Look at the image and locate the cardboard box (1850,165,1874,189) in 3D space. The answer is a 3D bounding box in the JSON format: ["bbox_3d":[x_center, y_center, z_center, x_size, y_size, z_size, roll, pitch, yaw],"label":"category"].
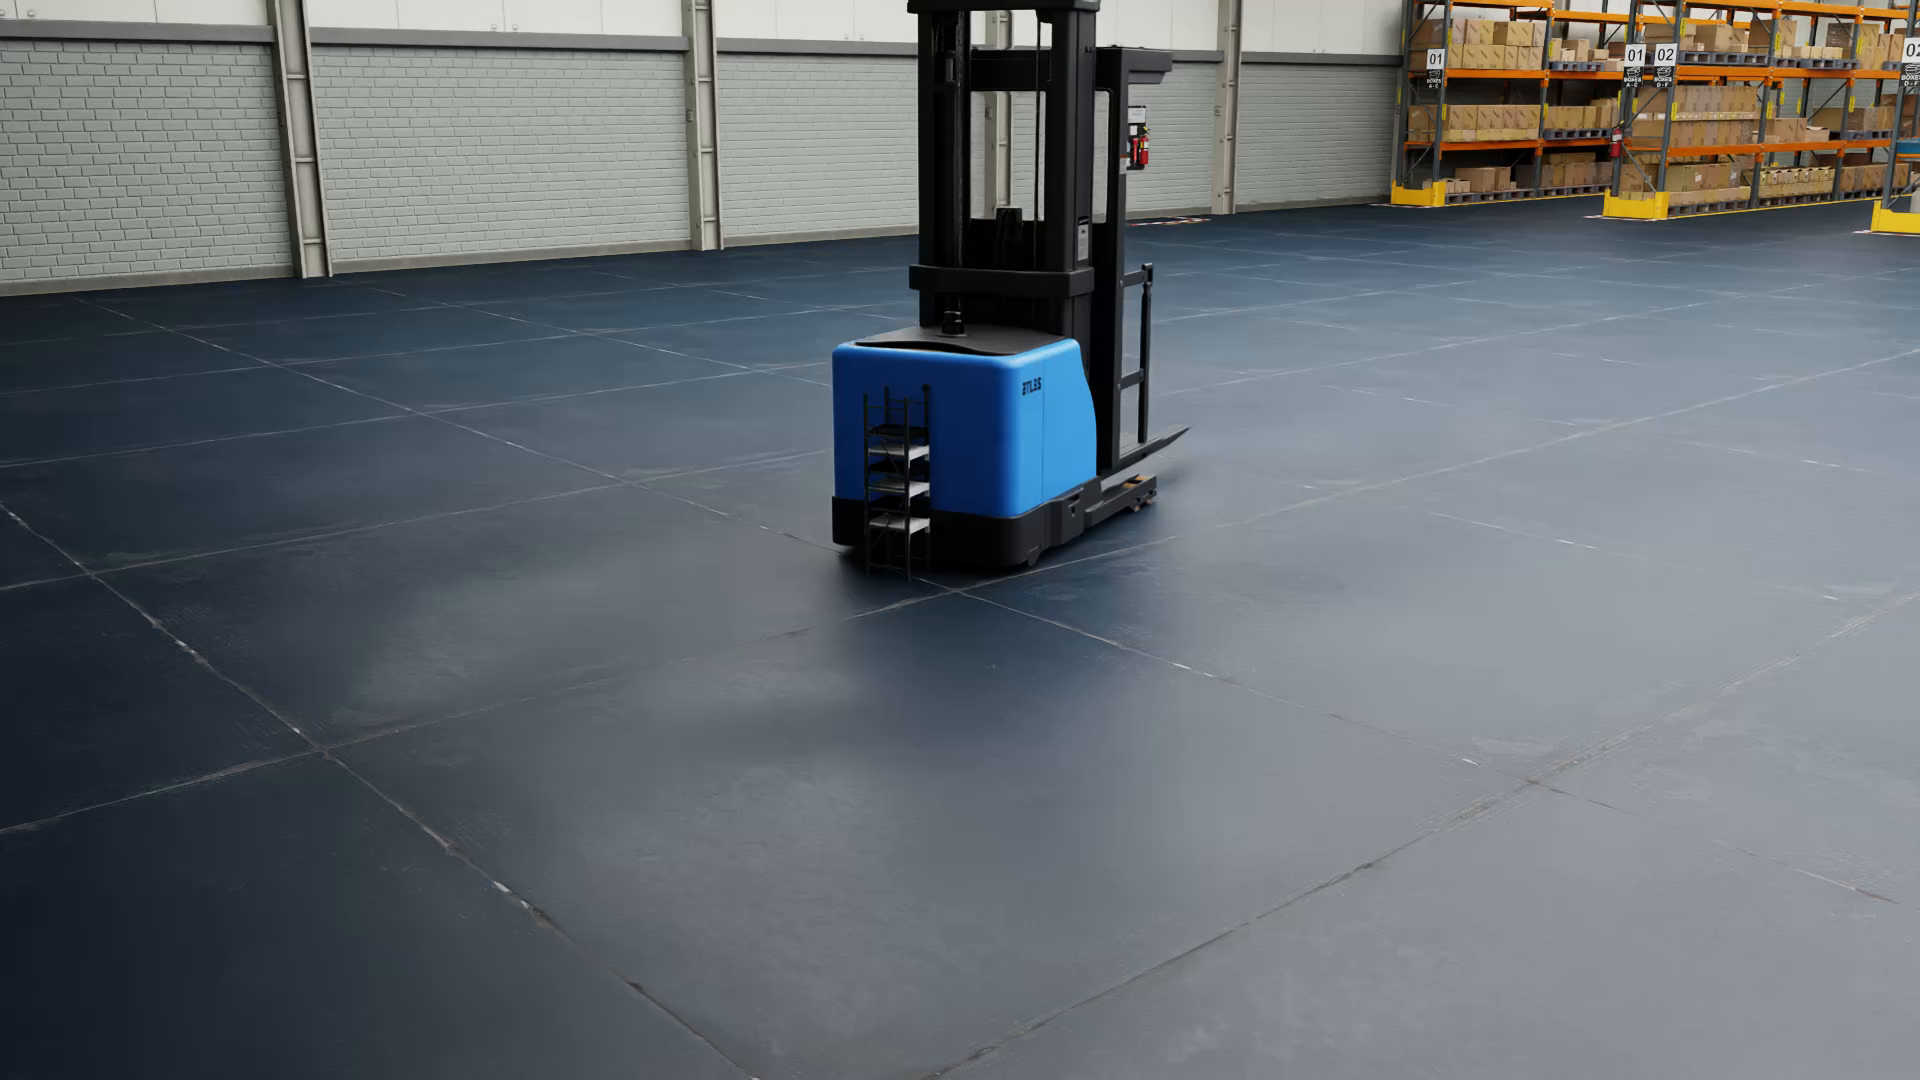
[{"bbox_3d":[20.363,-8.237,37.766,0.500,0.500,0.500,-13,20,-40],"label":"cardboard box"}]

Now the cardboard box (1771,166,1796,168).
[{"bbox_3d":[18.080,-8.060,36.540,0.500,0.311,0.500,-13,20,-41],"label":"cardboard box"}]

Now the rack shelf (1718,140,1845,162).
[{"bbox_3d":[17.550,-8.350,35.593,4.000,0.370,1.077,-13,19,-39],"label":"rack shelf"}]

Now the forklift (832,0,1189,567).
[{"bbox_3d":[0.474,-1.618,9.128,1.130,2.935,3.031,8,17,26],"label":"forklift"}]

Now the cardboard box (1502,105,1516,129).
[{"bbox_3d":[11.873,-9.313,36.603,0.500,0.500,0.500,-13,20,-41],"label":"cardboard box"}]

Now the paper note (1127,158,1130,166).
[{"bbox_3d":[3.135,-7.062,31.085,0.142,0.148,0.016,-13,19,-39],"label":"paper note"}]

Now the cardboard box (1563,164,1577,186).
[{"bbox_3d":[14.099,-8.632,39.243,0.500,0.500,0.700,-12,19,-39],"label":"cardboard box"}]

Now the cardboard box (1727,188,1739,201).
[{"bbox_3d":[15.451,-7.030,33.769,0.500,0.250,0.500,-13,19,-39],"label":"cardboard box"}]

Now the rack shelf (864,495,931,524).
[{"bbox_3d":[-0.303,-0.149,8.042,0.258,0.077,0.200,8,17,26],"label":"rack shelf"}]

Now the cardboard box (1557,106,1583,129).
[{"bbox_3d":[14.095,-9.874,38.858,0.500,0.500,0.700,-10,18,-32],"label":"cardboard box"}]

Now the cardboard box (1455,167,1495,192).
[{"bbox_3d":[11.366,-7.961,36.733,0.500,0.500,0.700,-14,21,-43],"label":"cardboard box"}]

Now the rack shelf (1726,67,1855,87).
[{"bbox_3d":[17.550,-9.800,35.206,4.000,0.370,1.077,-13,19,-39],"label":"rack shelf"}]

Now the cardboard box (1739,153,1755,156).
[{"bbox_3d":[21.207,-10.426,44.741,0.250,0.149,0.380,-12,19,-38],"label":"cardboard box"}]

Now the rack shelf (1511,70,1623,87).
[{"bbox_3d":[14.295,-10.763,38.814,4.000,0.370,1.077,-13,19,-39],"label":"rack shelf"}]

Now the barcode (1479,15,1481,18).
[{"bbox_3d":[11.456,-11.538,36.640,0.075,0.075,0.001,-13,19,-39],"label":"barcode"}]

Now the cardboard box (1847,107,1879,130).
[{"bbox_3d":[20.275,-9.534,37.624,0.500,0.500,0.700,-9,17,-29],"label":"cardboard box"}]

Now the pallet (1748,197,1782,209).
[{"bbox_3d":[16.571,-7.144,35.088,1.213,0.211,1.003,-13,19,-39],"label":"pallet"}]

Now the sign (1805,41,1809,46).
[{"bbox_3d":[18.704,-10.842,36.712,0.005,0.325,0.100,-13,19,-39],"label":"sign"}]

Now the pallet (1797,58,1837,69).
[{"bbox_3d":[17.764,-10.072,35.199,1.213,0.211,1.003,-12,19,-37],"label":"pallet"}]

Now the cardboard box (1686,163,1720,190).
[{"bbox_3d":[14.708,-7.219,33.026,0.500,0.500,0.500,-13,19,-39],"label":"cardboard box"}]

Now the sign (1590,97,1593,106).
[{"bbox_3d":[15.437,-10.667,40.630,0.005,0.325,0.100,-13,19,-39],"label":"sign"}]

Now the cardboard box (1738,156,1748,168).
[{"bbox_3d":[20.620,-10.043,44.565,0.500,0.500,0.700,-13,20,-41],"label":"cardboard box"}]

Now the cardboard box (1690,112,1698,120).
[{"bbox_3d":[14.039,-8.197,32.175,0.250,0.149,0.380,-13,20,-40],"label":"cardboard box"}]

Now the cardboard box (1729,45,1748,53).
[{"bbox_3d":[15.311,-9.700,32.841,0.250,0.149,0.380,-13,19,-39],"label":"cardboard box"}]

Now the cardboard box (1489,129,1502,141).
[{"bbox_3d":[11.499,-8.864,36.375,0.500,0.250,0.500,-12,19,-39],"label":"cardboard box"}]

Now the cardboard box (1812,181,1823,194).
[{"bbox_3d":[18.435,-7.687,36.229,0.500,0.250,0.500,-13,20,-40],"label":"cardboard box"}]

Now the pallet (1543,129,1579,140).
[{"bbox_3d":[13.459,-9.331,38.243,1.213,0.211,1.003,-13,19,-39],"label":"pallet"}]

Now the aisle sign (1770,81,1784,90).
[{"bbox_3d":[22.090,-12.565,44.942,0.004,0.787,0.394,-13,19,-39],"label":"aisle sign"}]

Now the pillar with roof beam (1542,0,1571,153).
[{"bbox_3d":[17.082,-12.009,36.271,0.400,9.000,9.100,-13,19,-39],"label":"pillar with roof beam"}]

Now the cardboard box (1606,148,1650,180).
[{"bbox_3d":[16.445,-9.264,40.971,0.750,0.750,0.750,-13,20,-40],"label":"cardboard box"}]

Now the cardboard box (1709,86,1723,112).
[{"bbox_3d":[14.575,-8.703,32.811,0.500,0.500,0.700,-13,19,-39],"label":"cardboard box"}]

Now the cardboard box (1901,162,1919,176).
[{"bbox_3d":[23.490,-9.040,40.766,0.637,0.503,0.797,-13,19,-39],"label":"cardboard box"}]

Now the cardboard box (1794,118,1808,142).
[{"bbox_3d":[17.804,-8.798,35.680,0.500,0.500,0.500,-14,20,-42],"label":"cardboard box"}]

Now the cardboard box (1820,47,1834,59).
[{"bbox_3d":[18.370,-10.436,35.672,0.500,0.250,0.500,-12,19,-38],"label":"cardboard box"}]

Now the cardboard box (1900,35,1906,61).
[{"bbox_3d":[21.648,-11.392,38.573,0.600,0.600,0.600,14,20,42],"label":"cardboard box"}]

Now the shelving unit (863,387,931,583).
[{"bbox_3d":[-0.303,-0.268,8.010,0.258,0.900,0.210,8,17,26],"label":"shelving unit"}]

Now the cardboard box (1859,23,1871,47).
[{"bbox_3d":[19.777,-11.176,36.835,0.500,0.500,0.500,-13,19,-39],"label":"cardboard box"}]

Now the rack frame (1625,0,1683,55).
[{"bbox_3d":[13.024,-10.580,30.921,0.127,3.000,1.000,-13,19,-39],"label":"rack frame"}]

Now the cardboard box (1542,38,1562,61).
[{"bbox_3d":[13.252,-11.100,37.674,0.500,0.500,0.500,-9,18,-32],"label":"cardboard box"}]

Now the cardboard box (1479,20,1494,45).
[{"bbox_3d":[11.010,-10.818,35.453,0.500,0.500,0.500,-12,19,-38],"label":"cardboard box"}]

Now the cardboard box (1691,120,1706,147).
[{"bbox_3d":[14.156,-7.979,32.616,0.500,0.500,0.700,-12,19,-39],"label":"cardboard box"}]

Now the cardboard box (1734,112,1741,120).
[{"bbox_3d":[15.395,-8.502,33.316,0.250,0.149,0.380,-13,20,-39],"label":"cardboard box"}]

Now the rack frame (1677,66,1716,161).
[{"bbox_3d":[18.822,-10.678,42.914,0.127,3.000,1.000,-13,19,-39],"label":"rack frame"}]

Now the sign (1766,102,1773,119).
[{"bbox_3d":[16.407,-8.708,33.707,0.005,0.325,0.100,-13,19,-39],"label":"sign"}]

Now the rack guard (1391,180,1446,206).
[{"bbox_3d":[9.826,-7.450,35.674,0.348,0.500,1.175,-13,19,-39],"label":"rack guard"}]

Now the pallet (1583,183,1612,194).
[{"bbox_3d":[15.214,-8.521,40.242,1.213,0.211,1.003,-13,19,-39],"label":"pallet"}]

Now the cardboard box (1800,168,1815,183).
[{"bbox_3d":[18.055,-7.871,35.833,0.500,0.311,0.500,-13,20,-40],"label":"cardboard box"}]

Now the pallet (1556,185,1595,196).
[{"bbox_3d":[14.294,-8.316,39.472,1.213,0.211,1.003,-13,19,-39],"label":"pallet"}]

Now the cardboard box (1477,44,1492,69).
[{"bbox_3d":[11.003,-10.333,35.577,0.500,0.500,0.500,-12,19,-37],"label":"cardboard box"}]

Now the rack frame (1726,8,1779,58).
[{"bbox_3d":[16.041,-11.258,33.458,0.127,3.000,1.000,-13,19,-39],"label":"rack frame"}]
